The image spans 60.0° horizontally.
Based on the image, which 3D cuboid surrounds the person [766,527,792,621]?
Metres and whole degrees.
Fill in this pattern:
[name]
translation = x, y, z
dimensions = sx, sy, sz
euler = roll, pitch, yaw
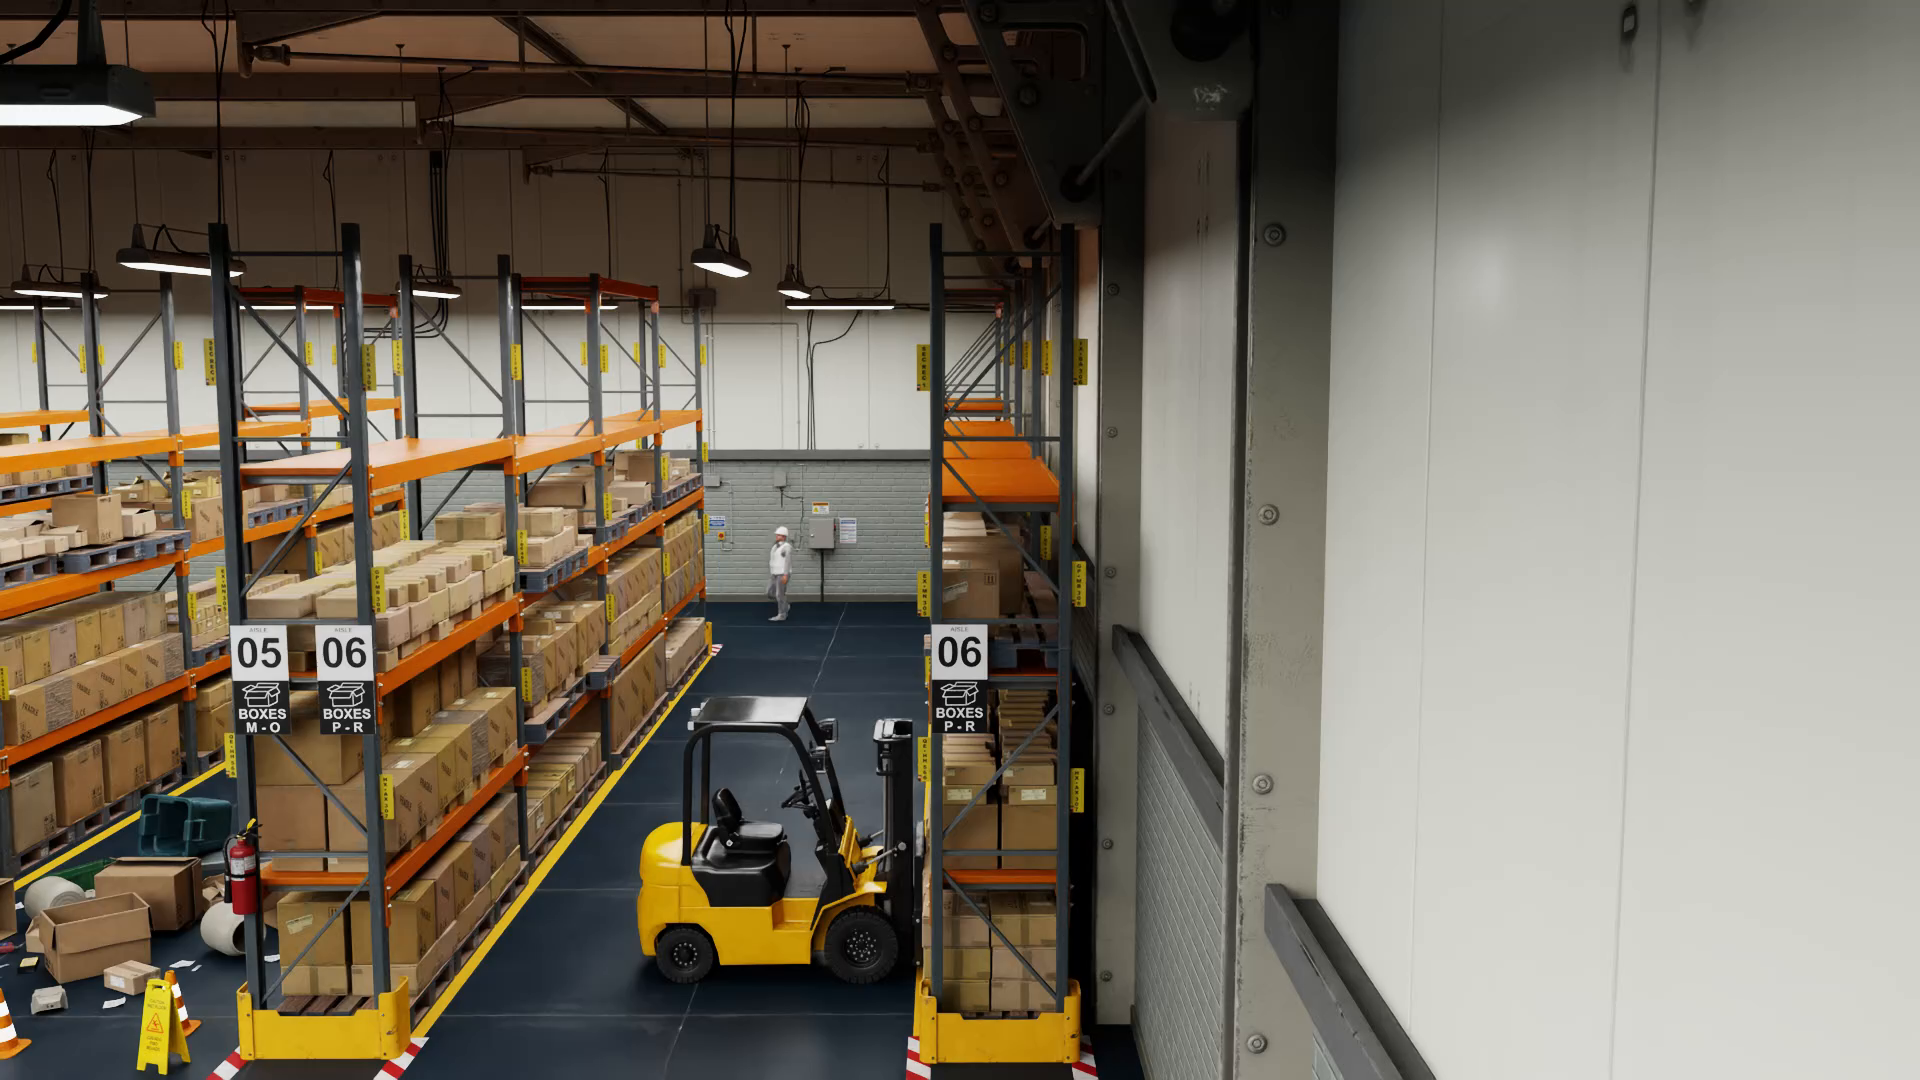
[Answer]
[person]
translation = -3.381, 0.632, 31.289
dimensions = 0.484, 1.767, 0.571
euler = -4, 8, -33
